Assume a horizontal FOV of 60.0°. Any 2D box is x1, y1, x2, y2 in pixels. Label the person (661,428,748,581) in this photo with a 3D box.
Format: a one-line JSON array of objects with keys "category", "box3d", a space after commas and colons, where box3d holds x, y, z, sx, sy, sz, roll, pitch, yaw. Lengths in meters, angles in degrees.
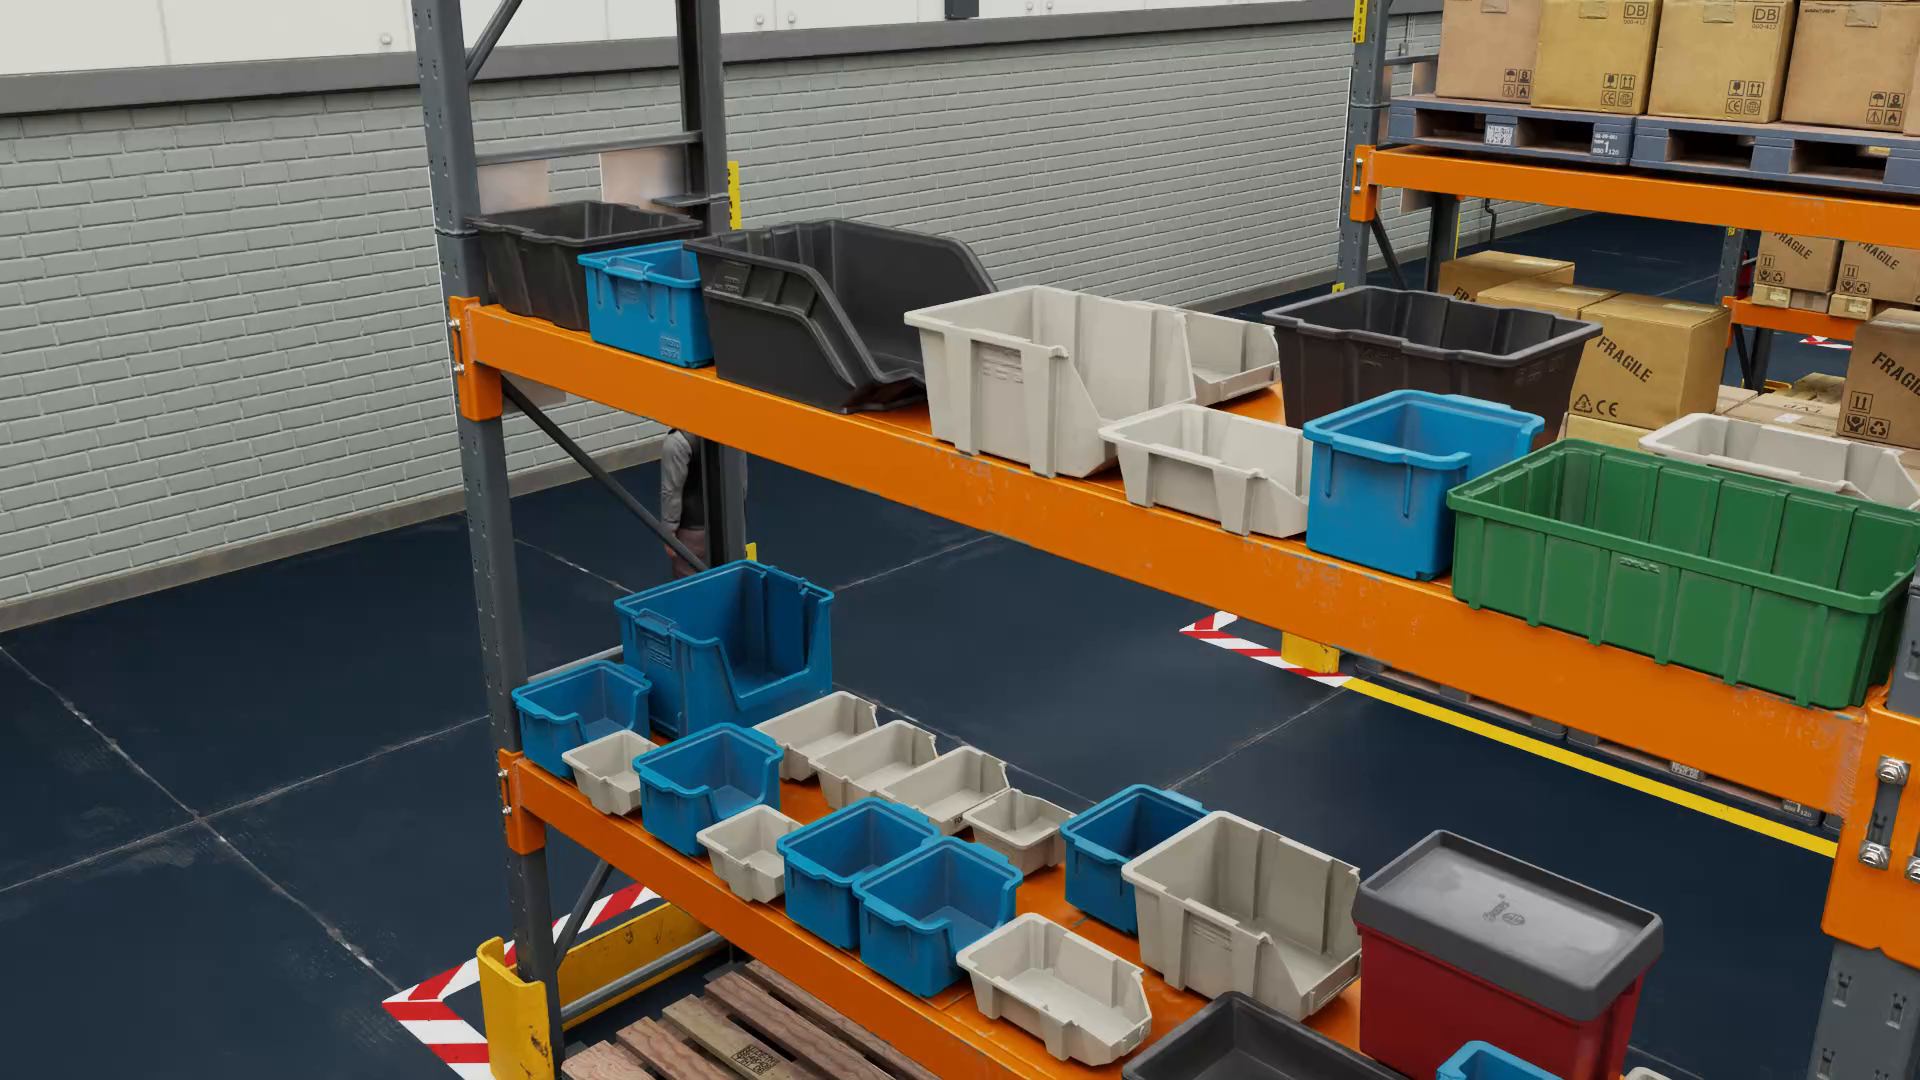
[{"category": "person", "box3d": [-1.356, -0.071, 8.812, 0.532, 1.716, 0.360, -19, 28, -41]}]
